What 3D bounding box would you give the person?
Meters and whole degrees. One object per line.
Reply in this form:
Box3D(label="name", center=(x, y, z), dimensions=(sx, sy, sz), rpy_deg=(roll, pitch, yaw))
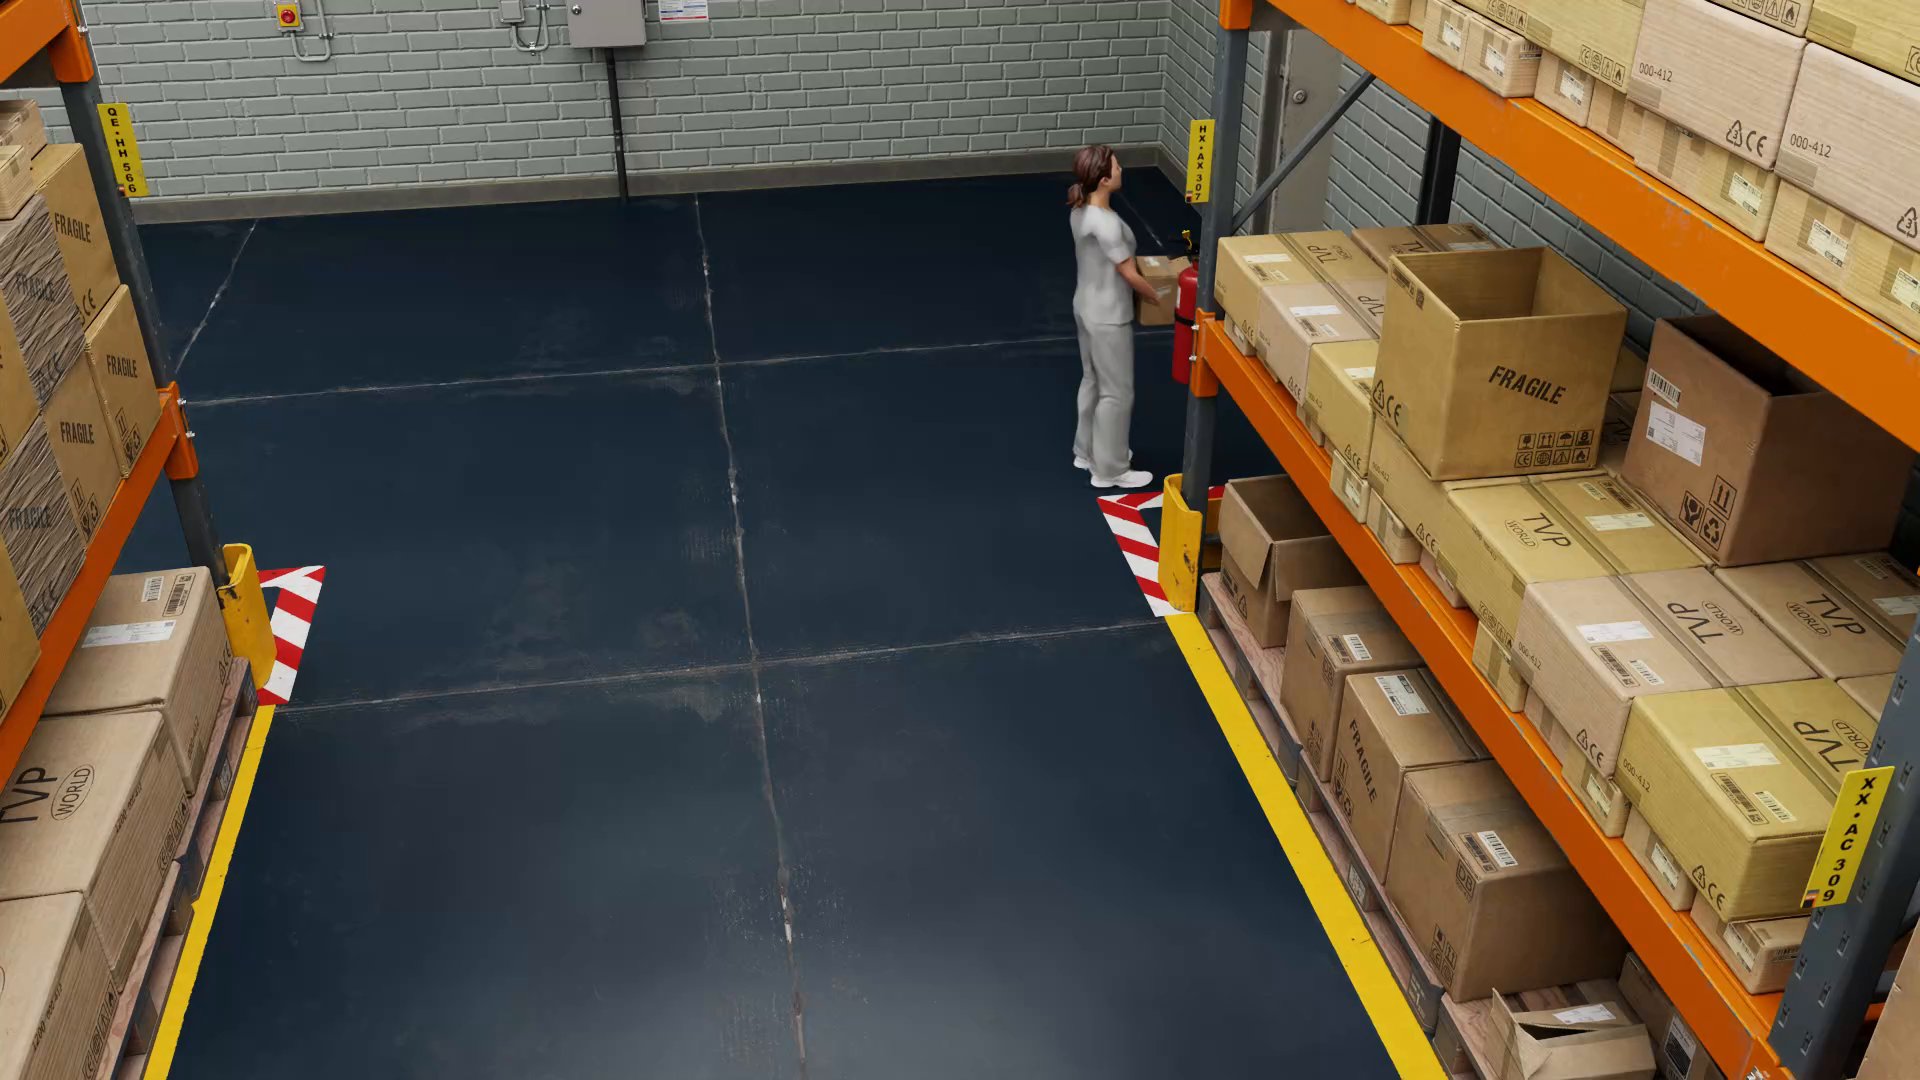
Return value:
Box3D(label="person", center=(0.740, -1.073, 7.932), dimensions=(0.540, 1.674, 0.458), rpy_deg=(-8, 32, -13))
